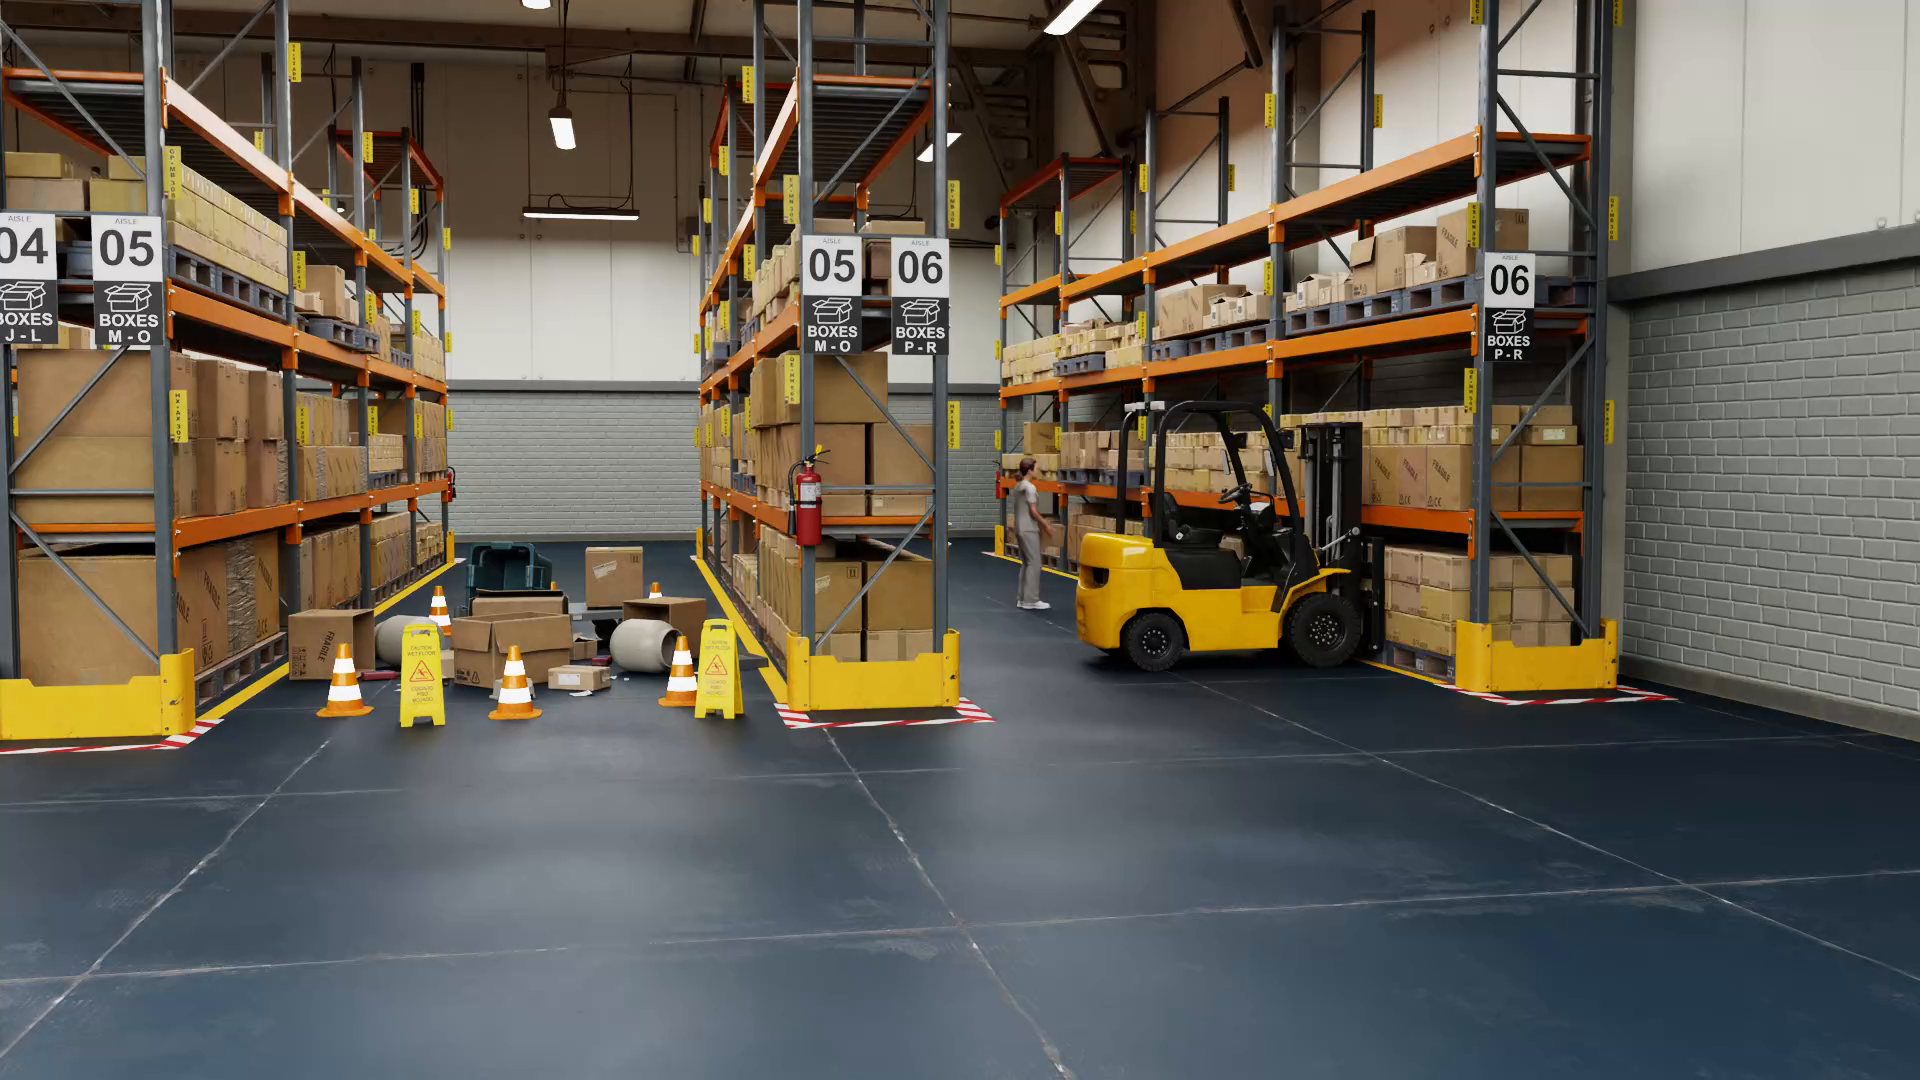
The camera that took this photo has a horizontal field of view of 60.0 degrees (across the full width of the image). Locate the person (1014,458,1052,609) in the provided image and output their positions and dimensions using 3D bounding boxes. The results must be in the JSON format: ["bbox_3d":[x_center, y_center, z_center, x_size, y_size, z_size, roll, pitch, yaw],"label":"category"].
[{"bbox_3d":[0.799,-0.078,18.551,0.429,1.676,0.466,-1,3,-12],"label":"person"}]
